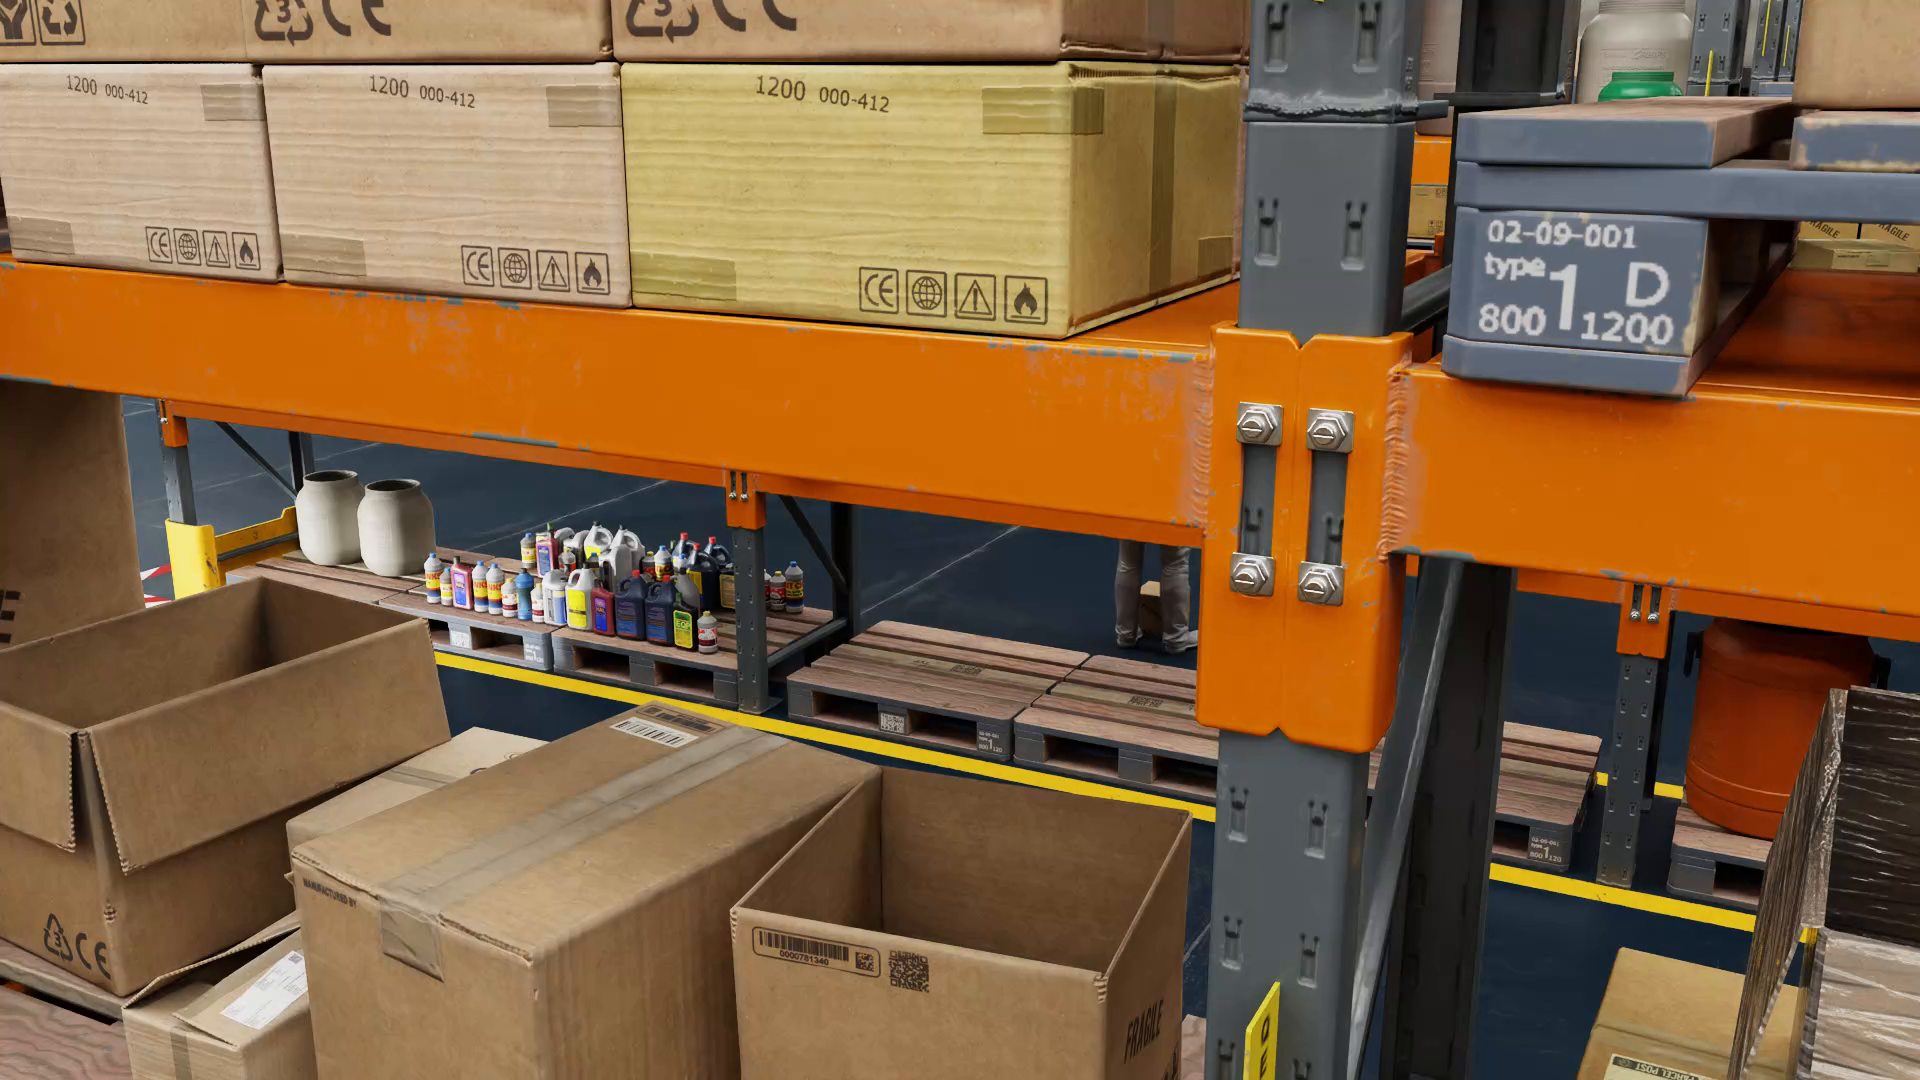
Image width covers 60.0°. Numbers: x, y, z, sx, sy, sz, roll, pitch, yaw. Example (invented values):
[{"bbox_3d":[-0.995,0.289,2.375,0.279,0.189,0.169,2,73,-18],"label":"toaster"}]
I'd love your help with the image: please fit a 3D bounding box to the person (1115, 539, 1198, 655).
[{"bbox_3d":[1.034,-0.274,8.970,0.635,1.760,0.455,7,17,23],"label":"person"}]
